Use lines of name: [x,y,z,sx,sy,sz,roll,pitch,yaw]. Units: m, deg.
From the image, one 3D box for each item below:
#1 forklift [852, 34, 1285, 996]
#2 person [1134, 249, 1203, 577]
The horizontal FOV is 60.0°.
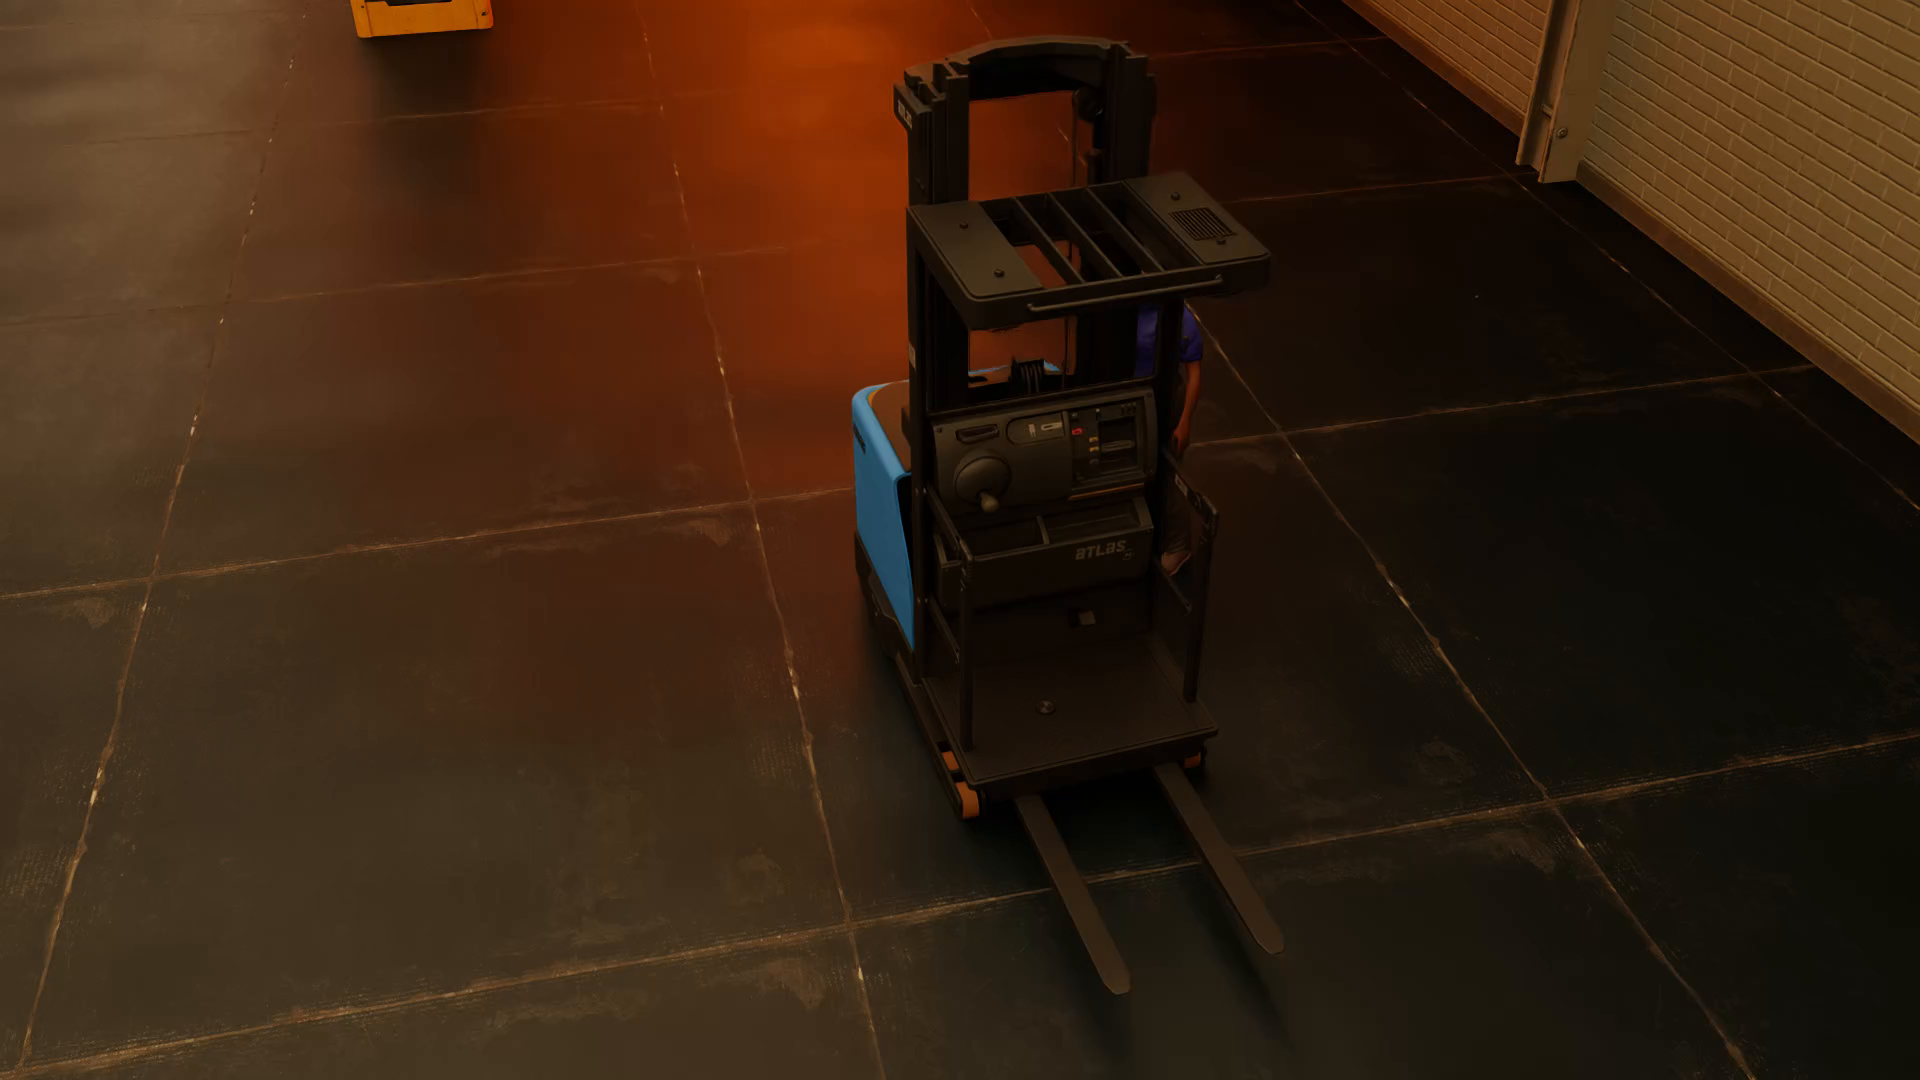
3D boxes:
forklift: [0.414,-0.288,6.450,1.130,2.935,3.031,-11,37,-14]
person: [0.931,-0.647,8.115,0.381,1.575,0.700,-23,42,-29]
